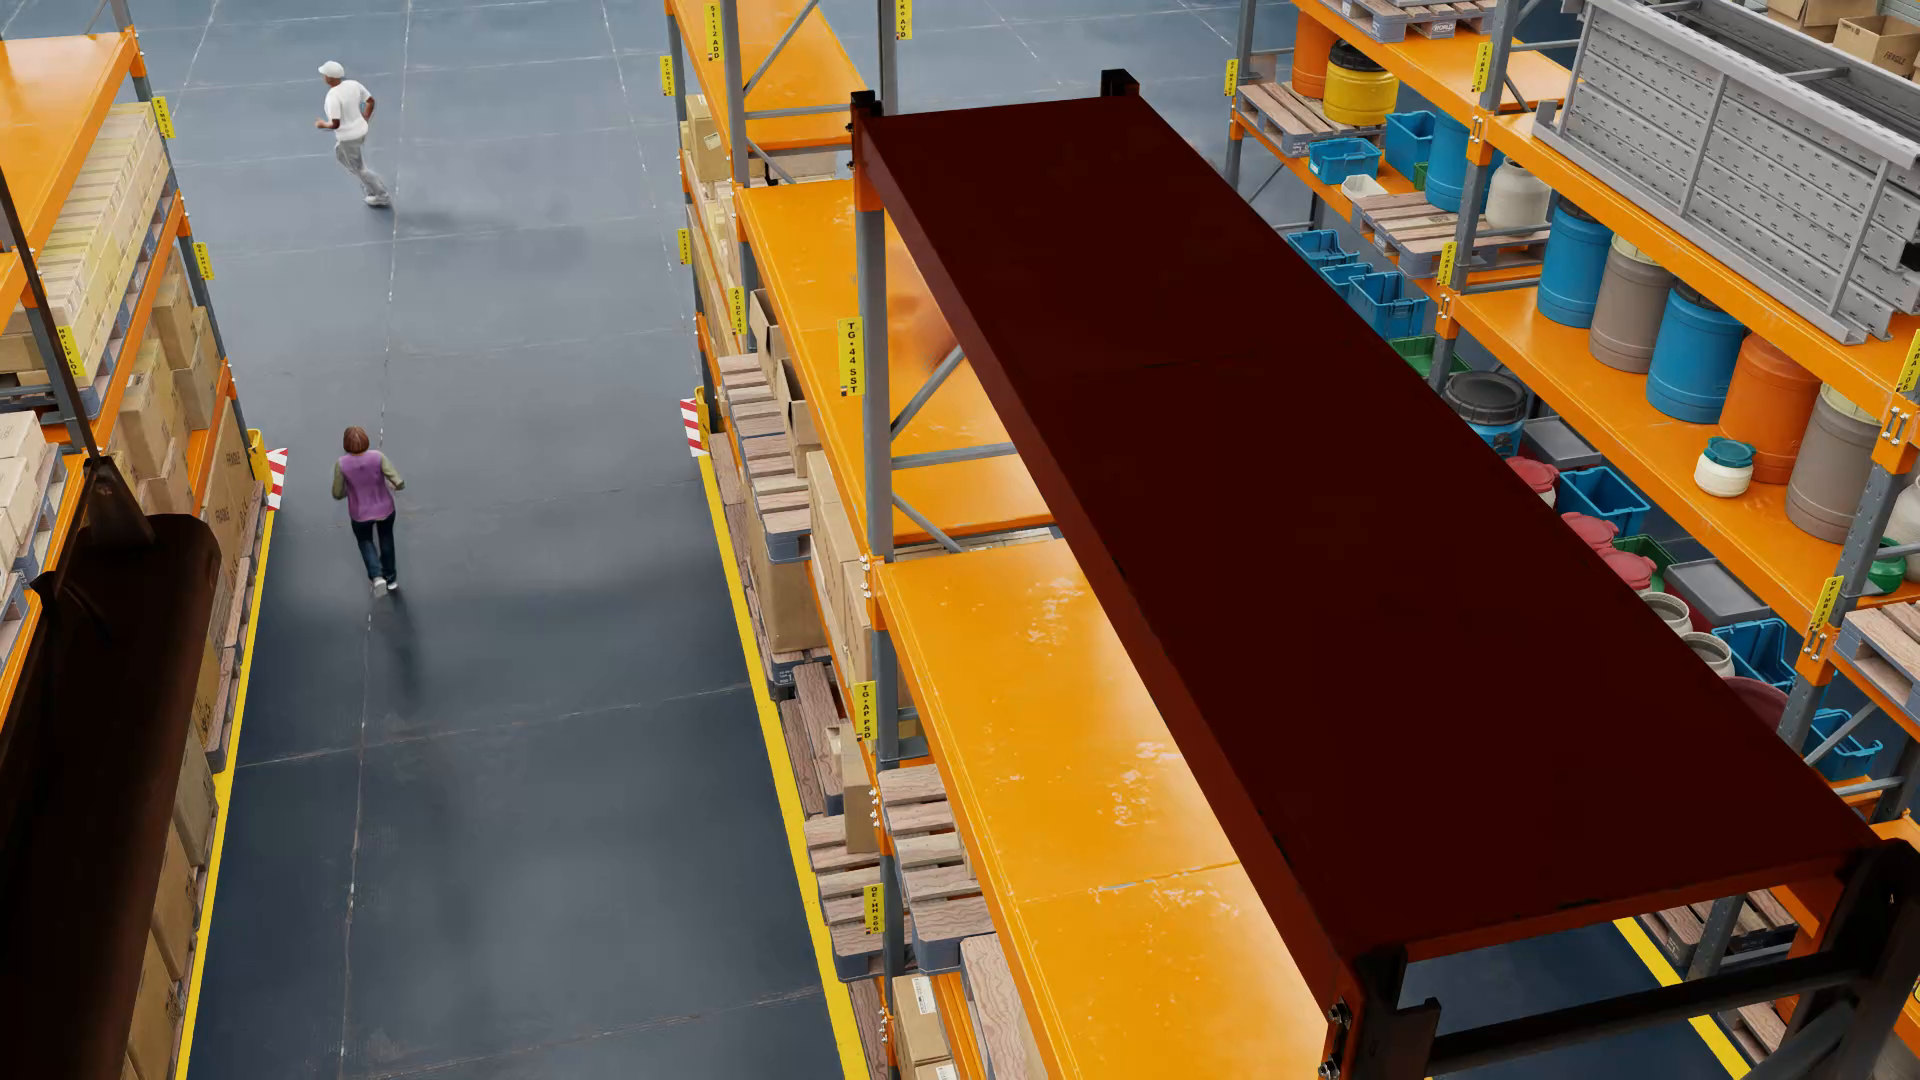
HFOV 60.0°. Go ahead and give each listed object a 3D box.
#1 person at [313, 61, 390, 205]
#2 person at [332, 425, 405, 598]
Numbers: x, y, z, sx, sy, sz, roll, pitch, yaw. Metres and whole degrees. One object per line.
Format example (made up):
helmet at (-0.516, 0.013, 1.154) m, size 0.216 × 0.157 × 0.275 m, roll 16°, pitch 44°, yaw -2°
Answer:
person at (-7.176, -4.767, 19.506) m, size 0.715 × 1.713 × 0.619 m, roll 5°, pitch 35°, yaw 7°
person at (-4.588, -0.210, 13.026) m, size 0.538 × 1.549 × 0.608 m, roll -13°, pitch 37°, yaw -19°
